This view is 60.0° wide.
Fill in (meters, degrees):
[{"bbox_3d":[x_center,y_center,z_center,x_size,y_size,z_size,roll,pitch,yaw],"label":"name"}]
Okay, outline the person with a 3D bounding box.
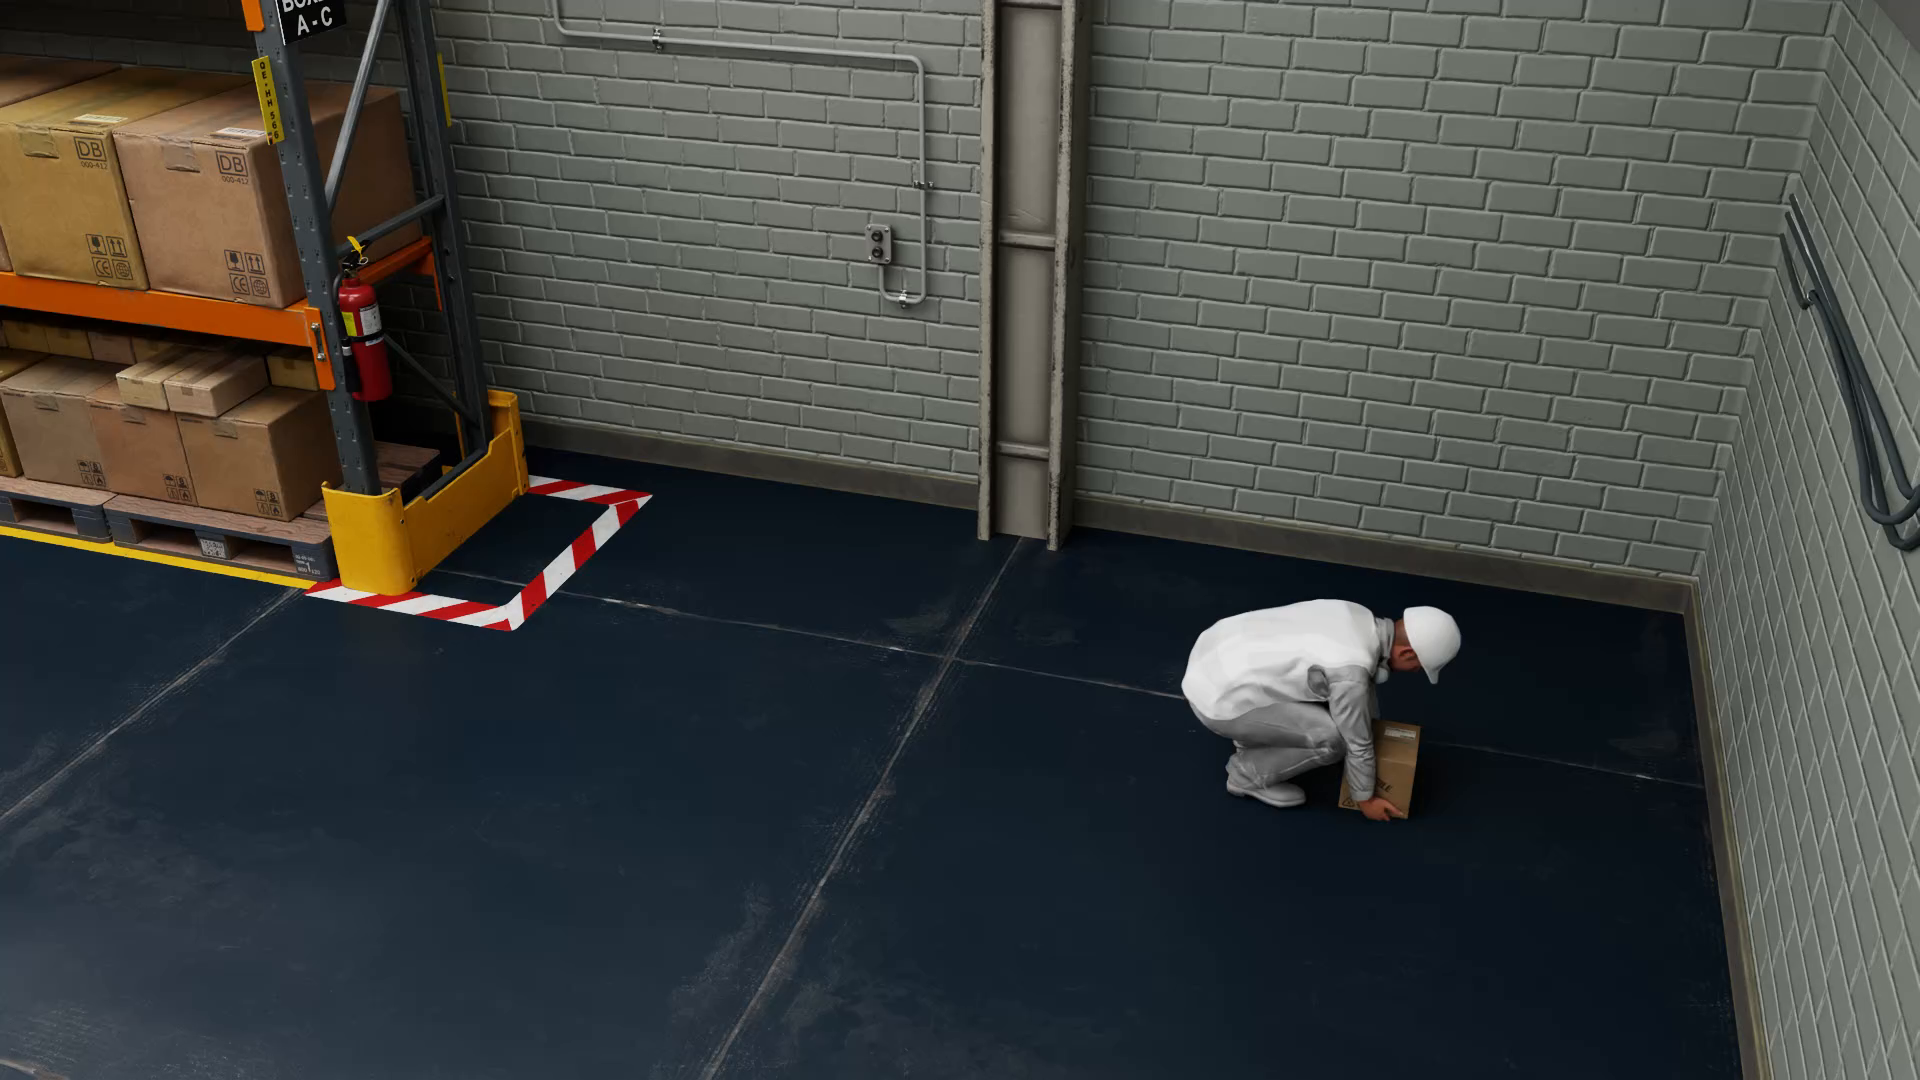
[{"bbox_3d":[1.301,0.603,6.115,0.952,0.875,0.513,8,30,14],"label":"person"}]
